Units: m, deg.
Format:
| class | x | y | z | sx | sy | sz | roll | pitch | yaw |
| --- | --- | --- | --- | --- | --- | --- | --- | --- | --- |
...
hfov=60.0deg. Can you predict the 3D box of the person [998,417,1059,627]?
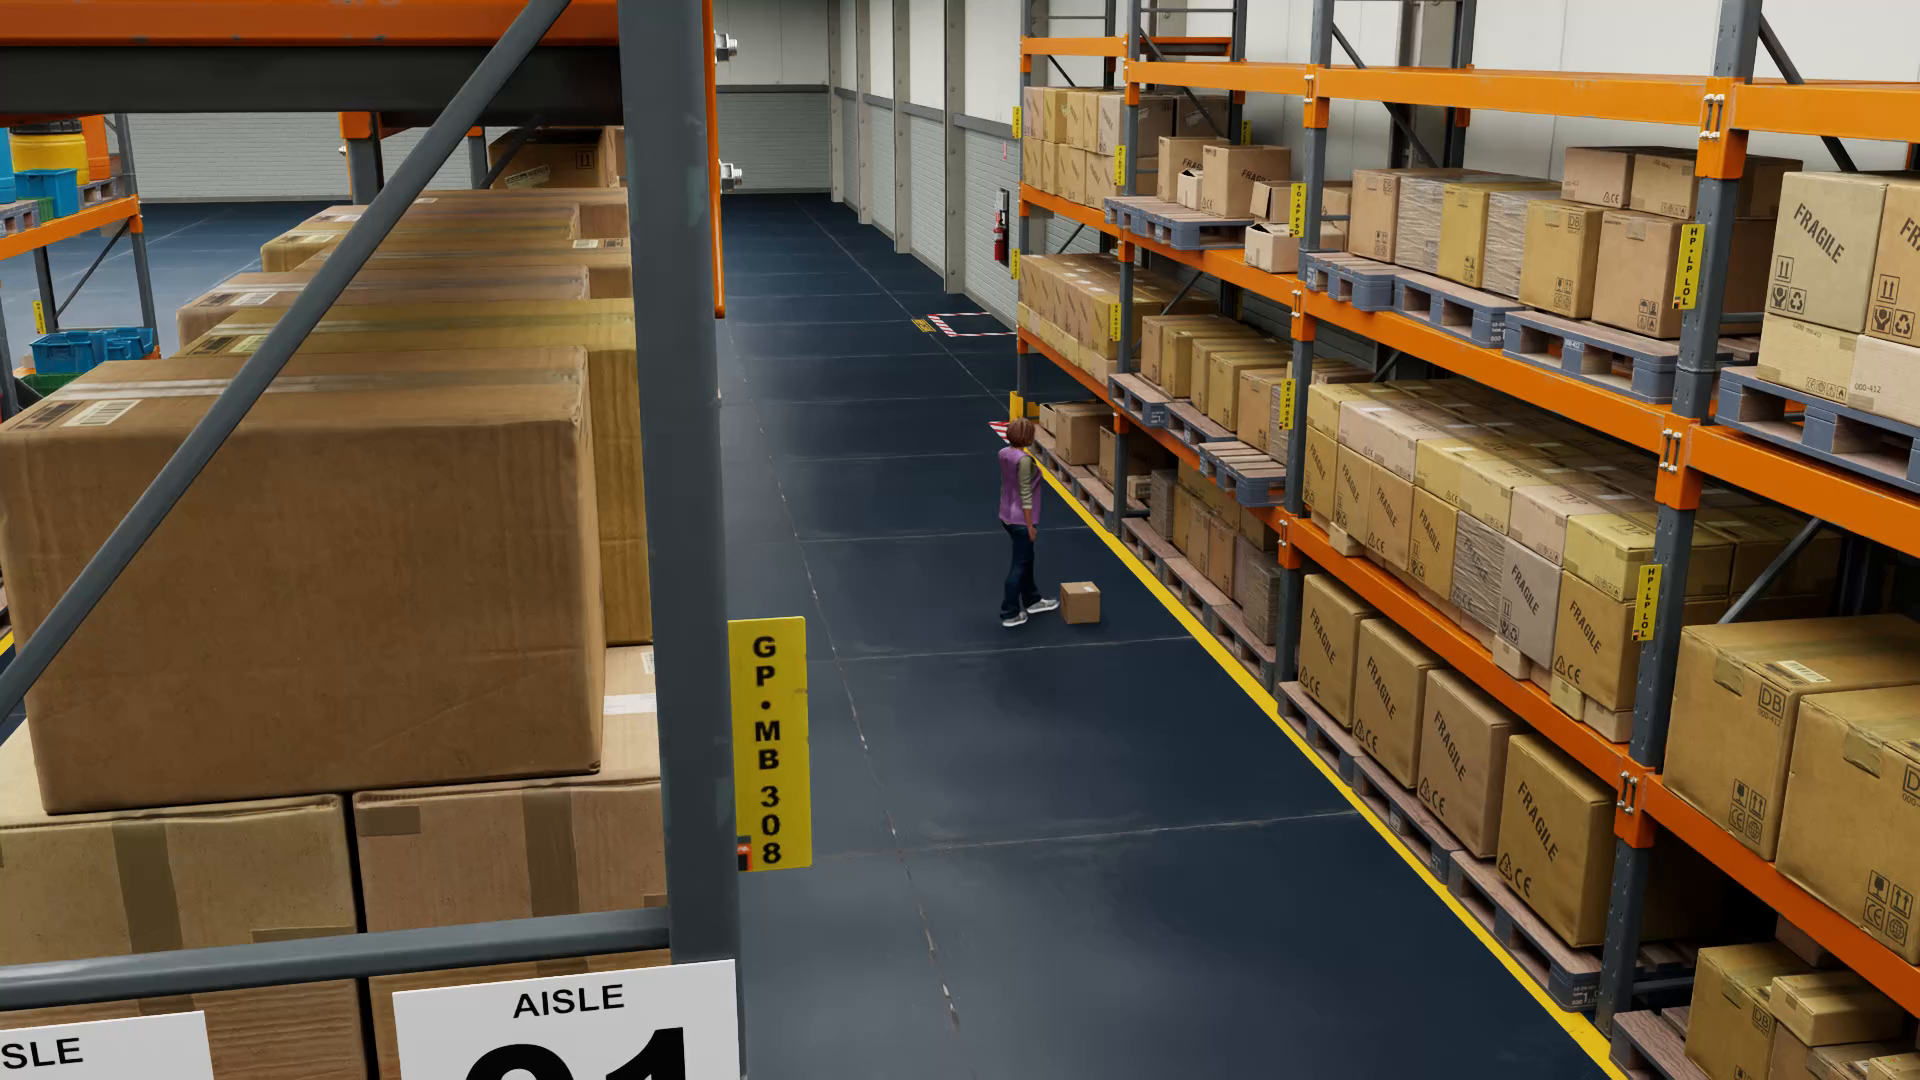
| class | x | y | z | sx | sy | sz | roll | pitch | yaw |
| --- | --- | --- | --- | --- | --- | --- | --- | --- | --- |
| person | 0.533 | -0.155 | 12.561 | 0.597 | 1.593 | 0.430 | -7 | 18 | -23 |
